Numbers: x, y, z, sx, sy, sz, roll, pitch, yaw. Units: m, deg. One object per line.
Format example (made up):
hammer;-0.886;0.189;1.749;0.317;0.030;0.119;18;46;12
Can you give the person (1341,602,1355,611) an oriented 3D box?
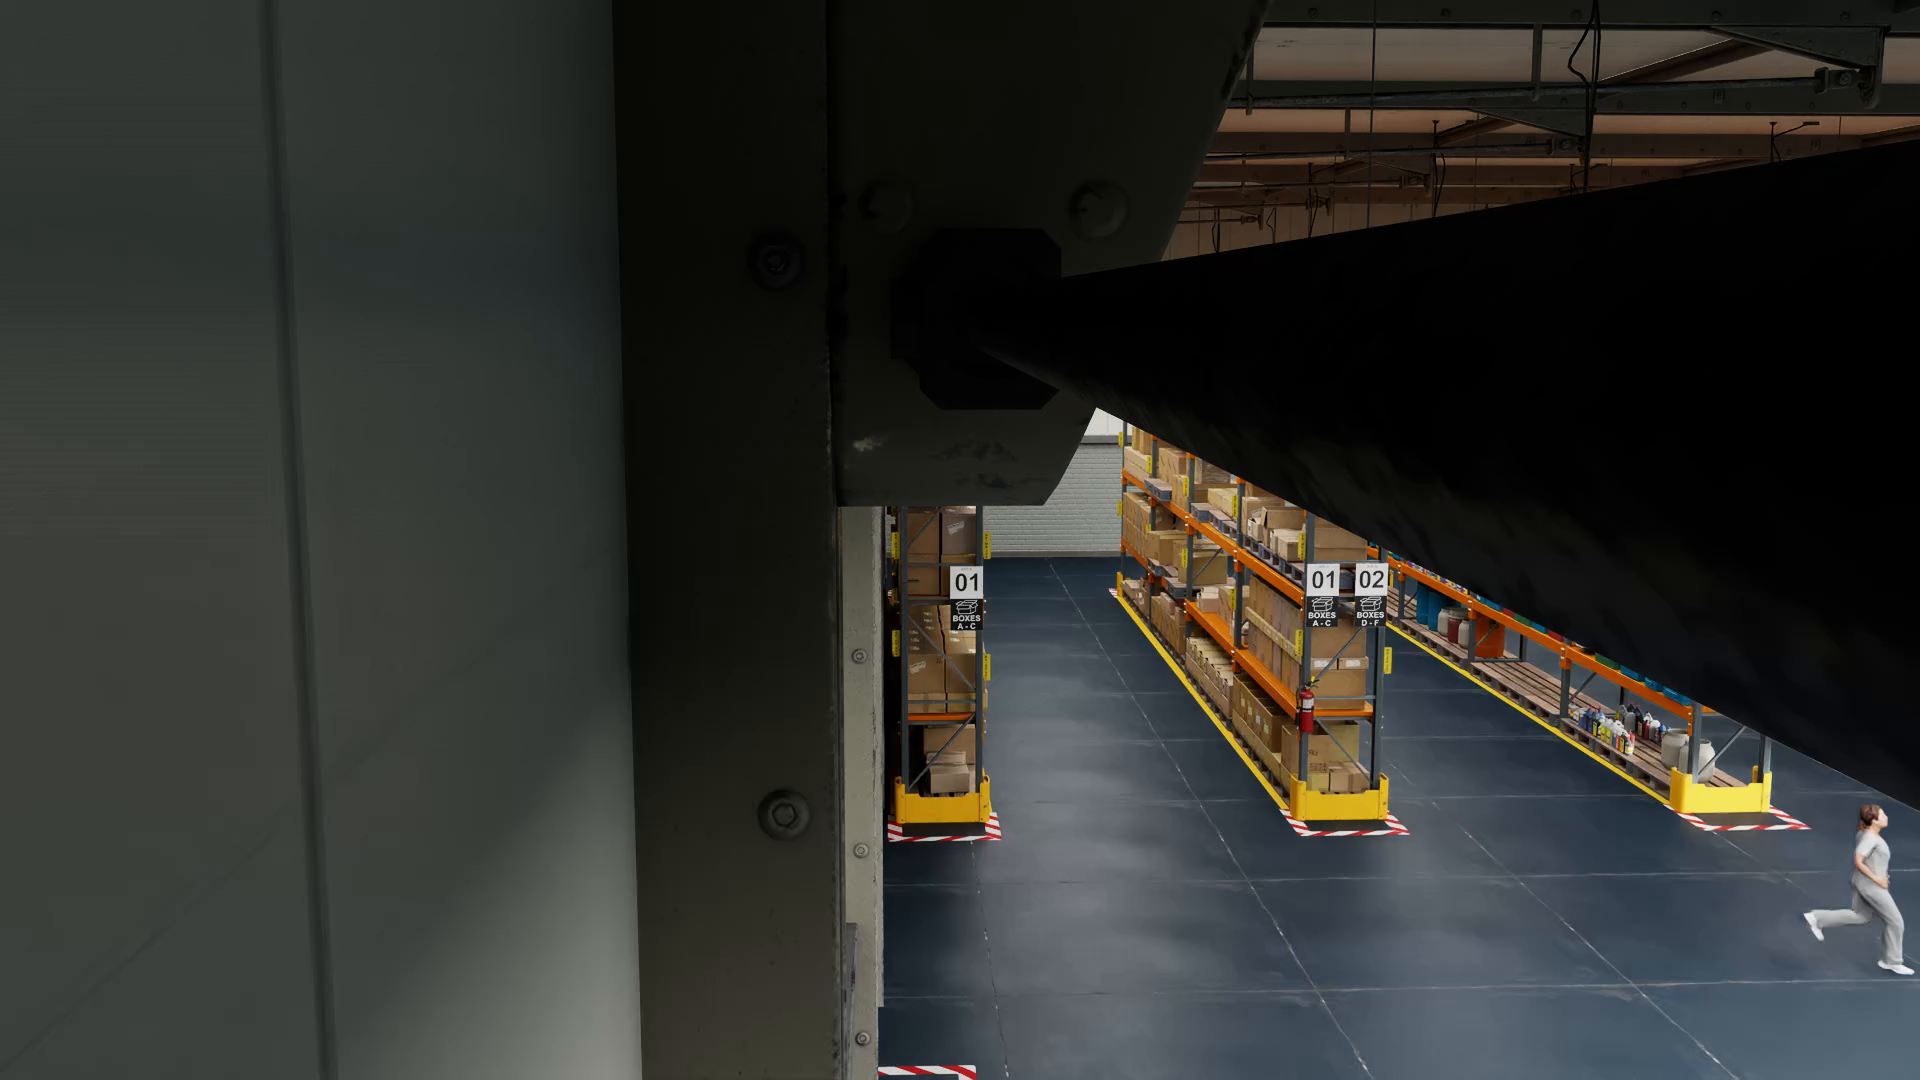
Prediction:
person;7.125;1.249;30.444;0.579;1.623;0.575;-1;8;-7

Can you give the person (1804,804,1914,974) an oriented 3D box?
person;8.657;3.321;15.927;0.970;1.652;0.550;2;8;14
